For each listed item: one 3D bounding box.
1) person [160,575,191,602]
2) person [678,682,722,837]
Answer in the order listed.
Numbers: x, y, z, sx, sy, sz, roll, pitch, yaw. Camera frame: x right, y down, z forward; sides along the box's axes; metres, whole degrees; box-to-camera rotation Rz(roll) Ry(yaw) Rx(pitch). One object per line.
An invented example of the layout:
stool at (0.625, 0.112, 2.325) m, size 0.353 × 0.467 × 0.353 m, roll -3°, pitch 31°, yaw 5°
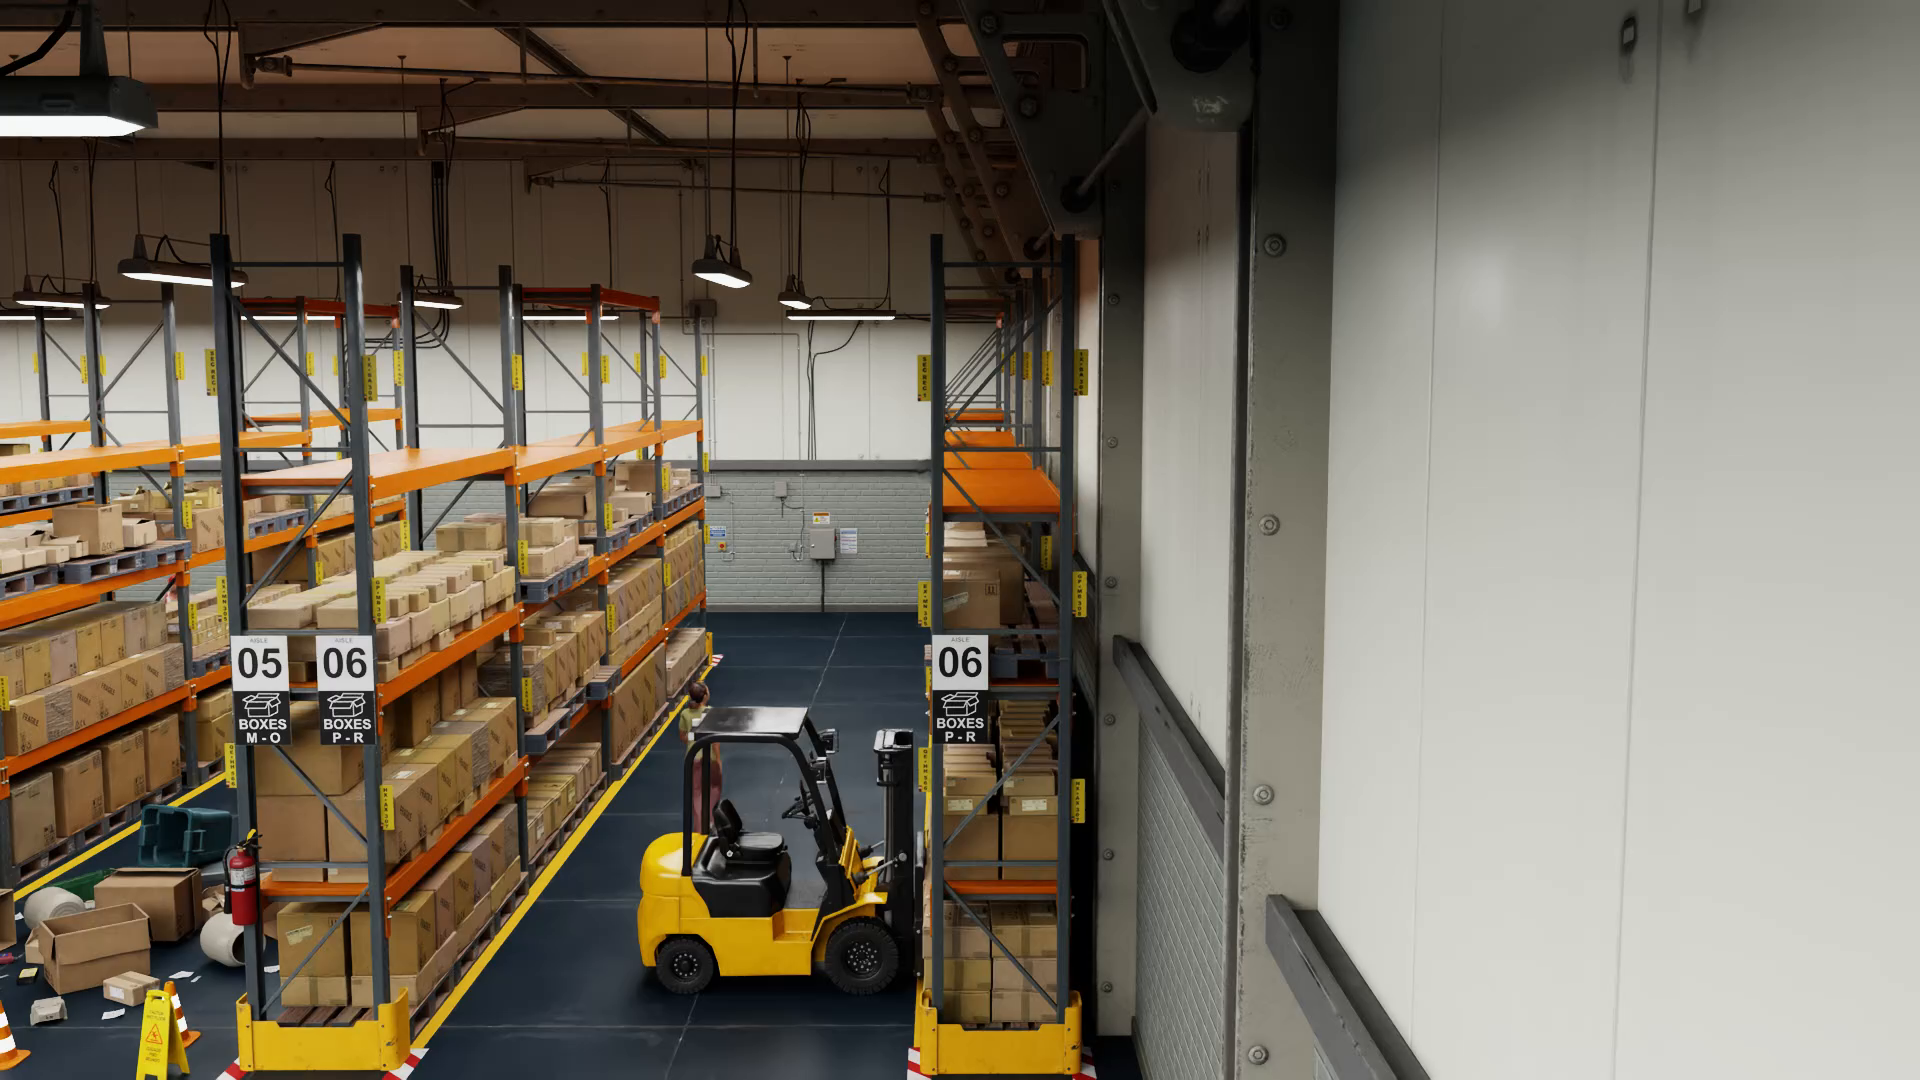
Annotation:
person at (-12.345, 1.448, 26.149) m, size 0.594 × 1.812 × 0.877 m, roll 0°, pitch 6°, yaw 2°
person at (-2.652, 2.286, 17.023) m, size 0.469 × 1.691 × 0.727 m, roll 0°, pitch 6°, yaw -3°
